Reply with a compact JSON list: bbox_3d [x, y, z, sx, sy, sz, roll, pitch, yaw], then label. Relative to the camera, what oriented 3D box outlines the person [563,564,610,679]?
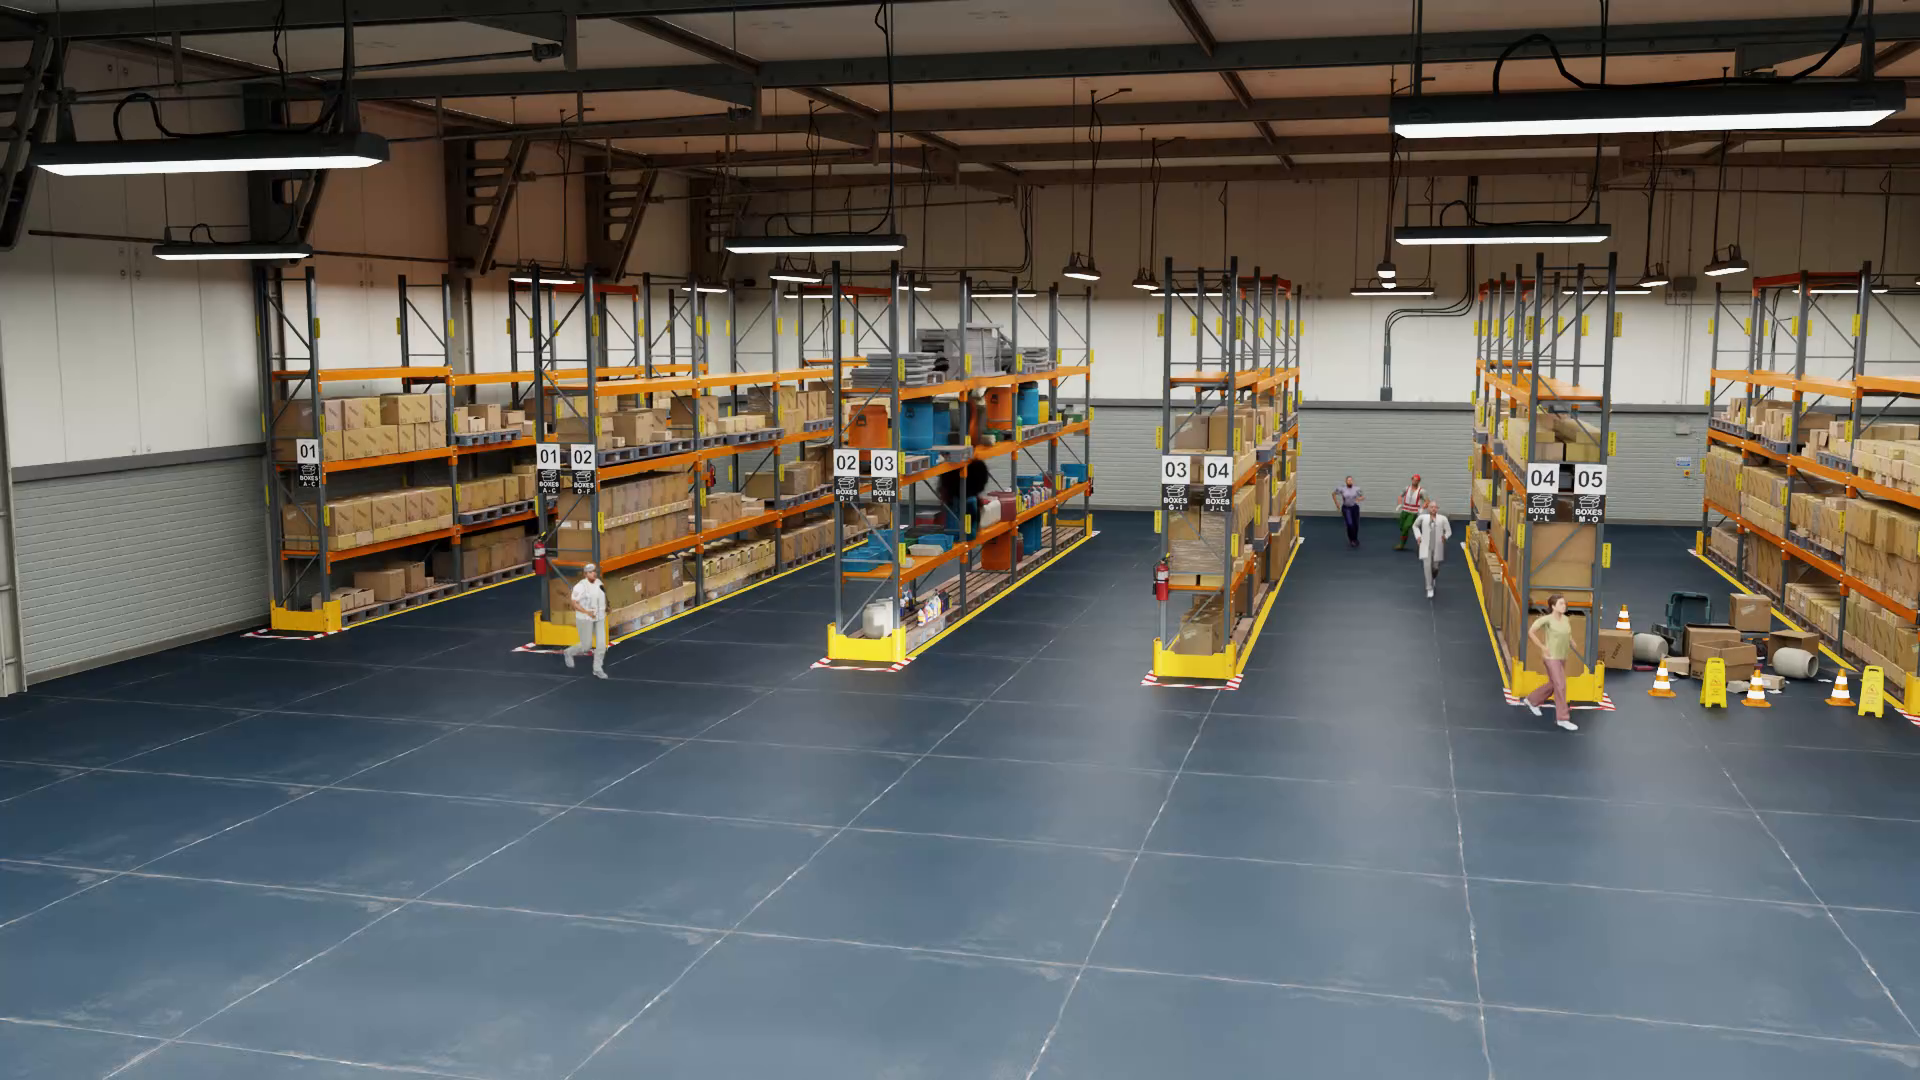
[{"bbox_3d":[-5.374,1.156,24.104,0.766,1.663,0.614,6,10,42],"label":"person"}]

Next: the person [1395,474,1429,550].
[{"bbox_3d":[10.277,-0.639,37.792,0.700,1.713,0.642,4,8,30],"label":"person"}]

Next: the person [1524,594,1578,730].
[{"bbox_3d":[7.479,1.499,20.986,0.590,1.662,0.885,-4,8,-30],"label":"person"}]

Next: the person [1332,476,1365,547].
[{"bbox_3d":[8.968,-0.657,38.357,0.715,1.660,0.647,0,7,-2],"label":"person"}]

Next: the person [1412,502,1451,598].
[{"bbox_3d":[8.900,0.157,31.398,0.710,1.781,0.976,2,7,12],"label":"person"}]
